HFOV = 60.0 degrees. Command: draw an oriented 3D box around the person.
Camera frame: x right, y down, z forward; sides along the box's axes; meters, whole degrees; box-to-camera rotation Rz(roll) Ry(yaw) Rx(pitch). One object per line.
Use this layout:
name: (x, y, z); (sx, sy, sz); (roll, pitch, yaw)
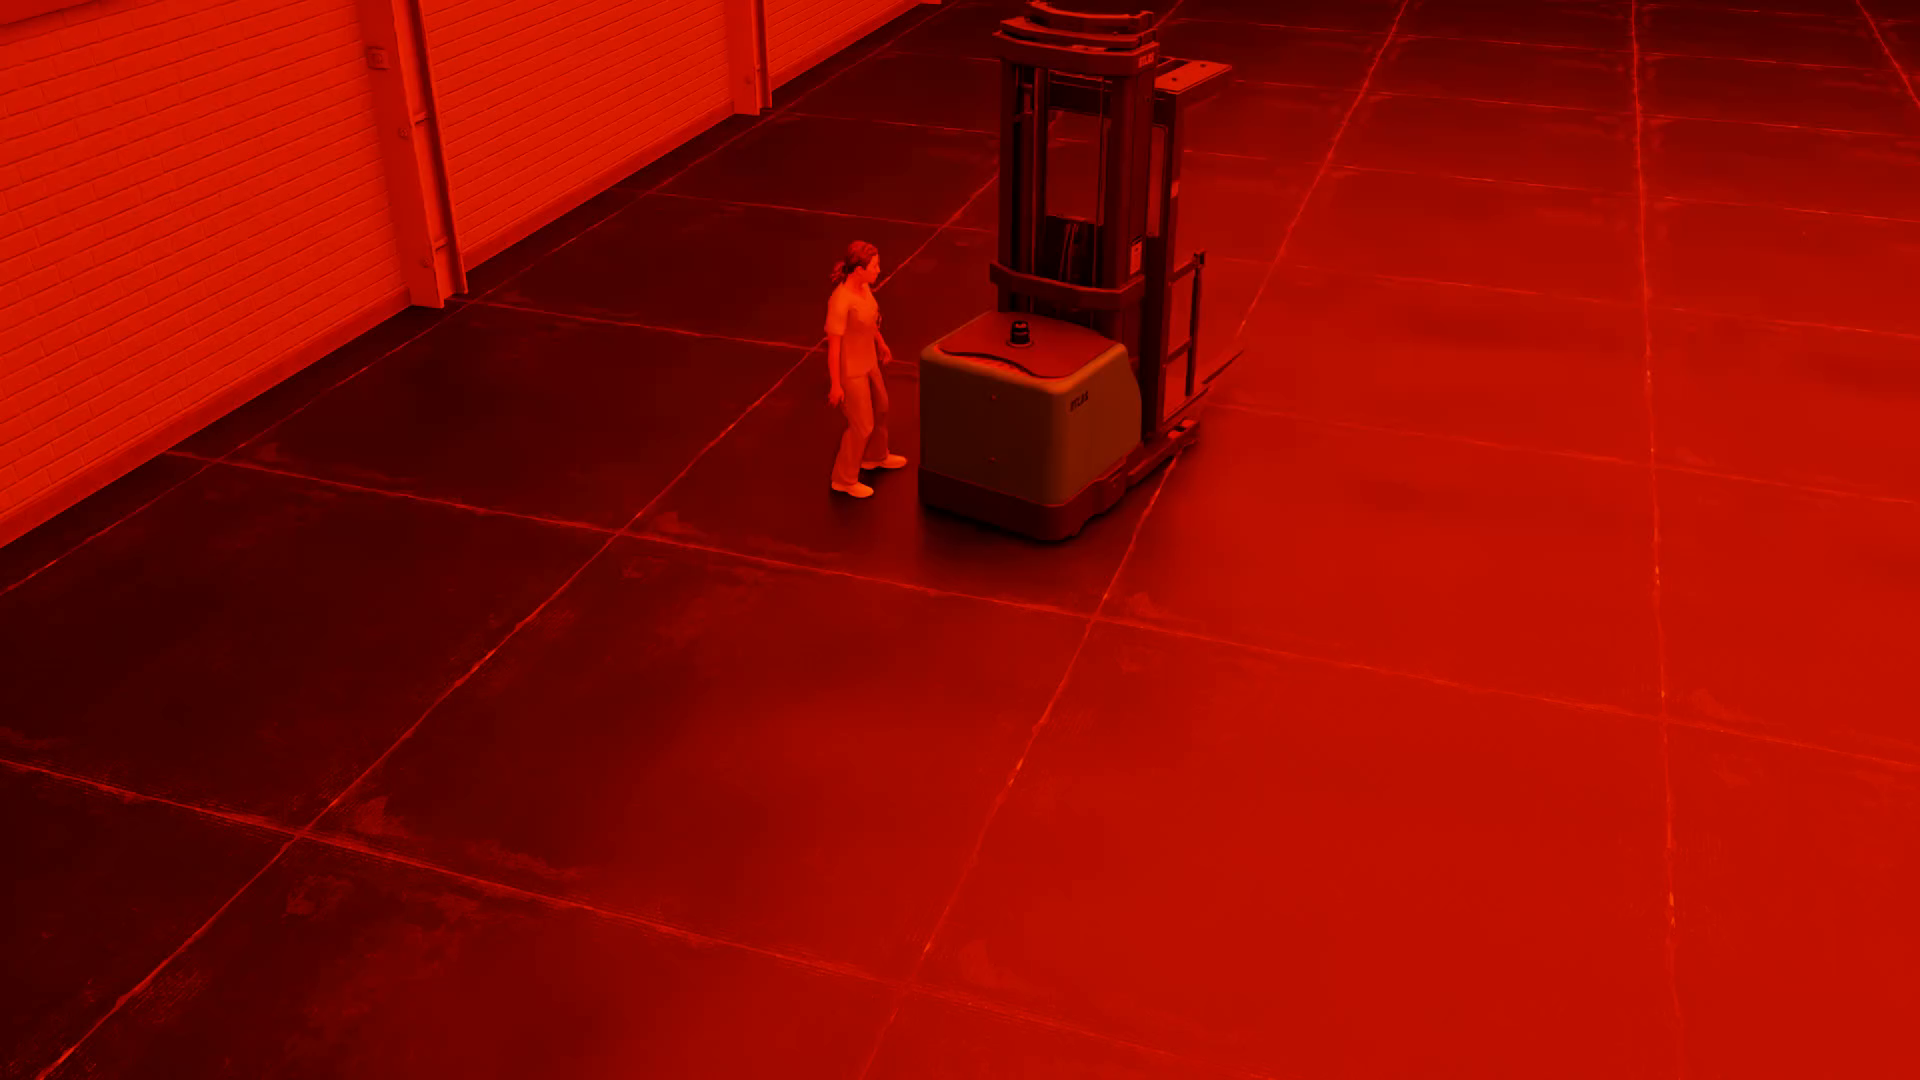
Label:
person: (-0.619, -1.069, 10.324); (0.377, 1.636, 0.707); (8, 31, 14)

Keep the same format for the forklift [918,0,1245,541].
forklift: (0.967, -1.952, 10.561); (1.130, 2.935, 3.031); (18, 34, 28)
